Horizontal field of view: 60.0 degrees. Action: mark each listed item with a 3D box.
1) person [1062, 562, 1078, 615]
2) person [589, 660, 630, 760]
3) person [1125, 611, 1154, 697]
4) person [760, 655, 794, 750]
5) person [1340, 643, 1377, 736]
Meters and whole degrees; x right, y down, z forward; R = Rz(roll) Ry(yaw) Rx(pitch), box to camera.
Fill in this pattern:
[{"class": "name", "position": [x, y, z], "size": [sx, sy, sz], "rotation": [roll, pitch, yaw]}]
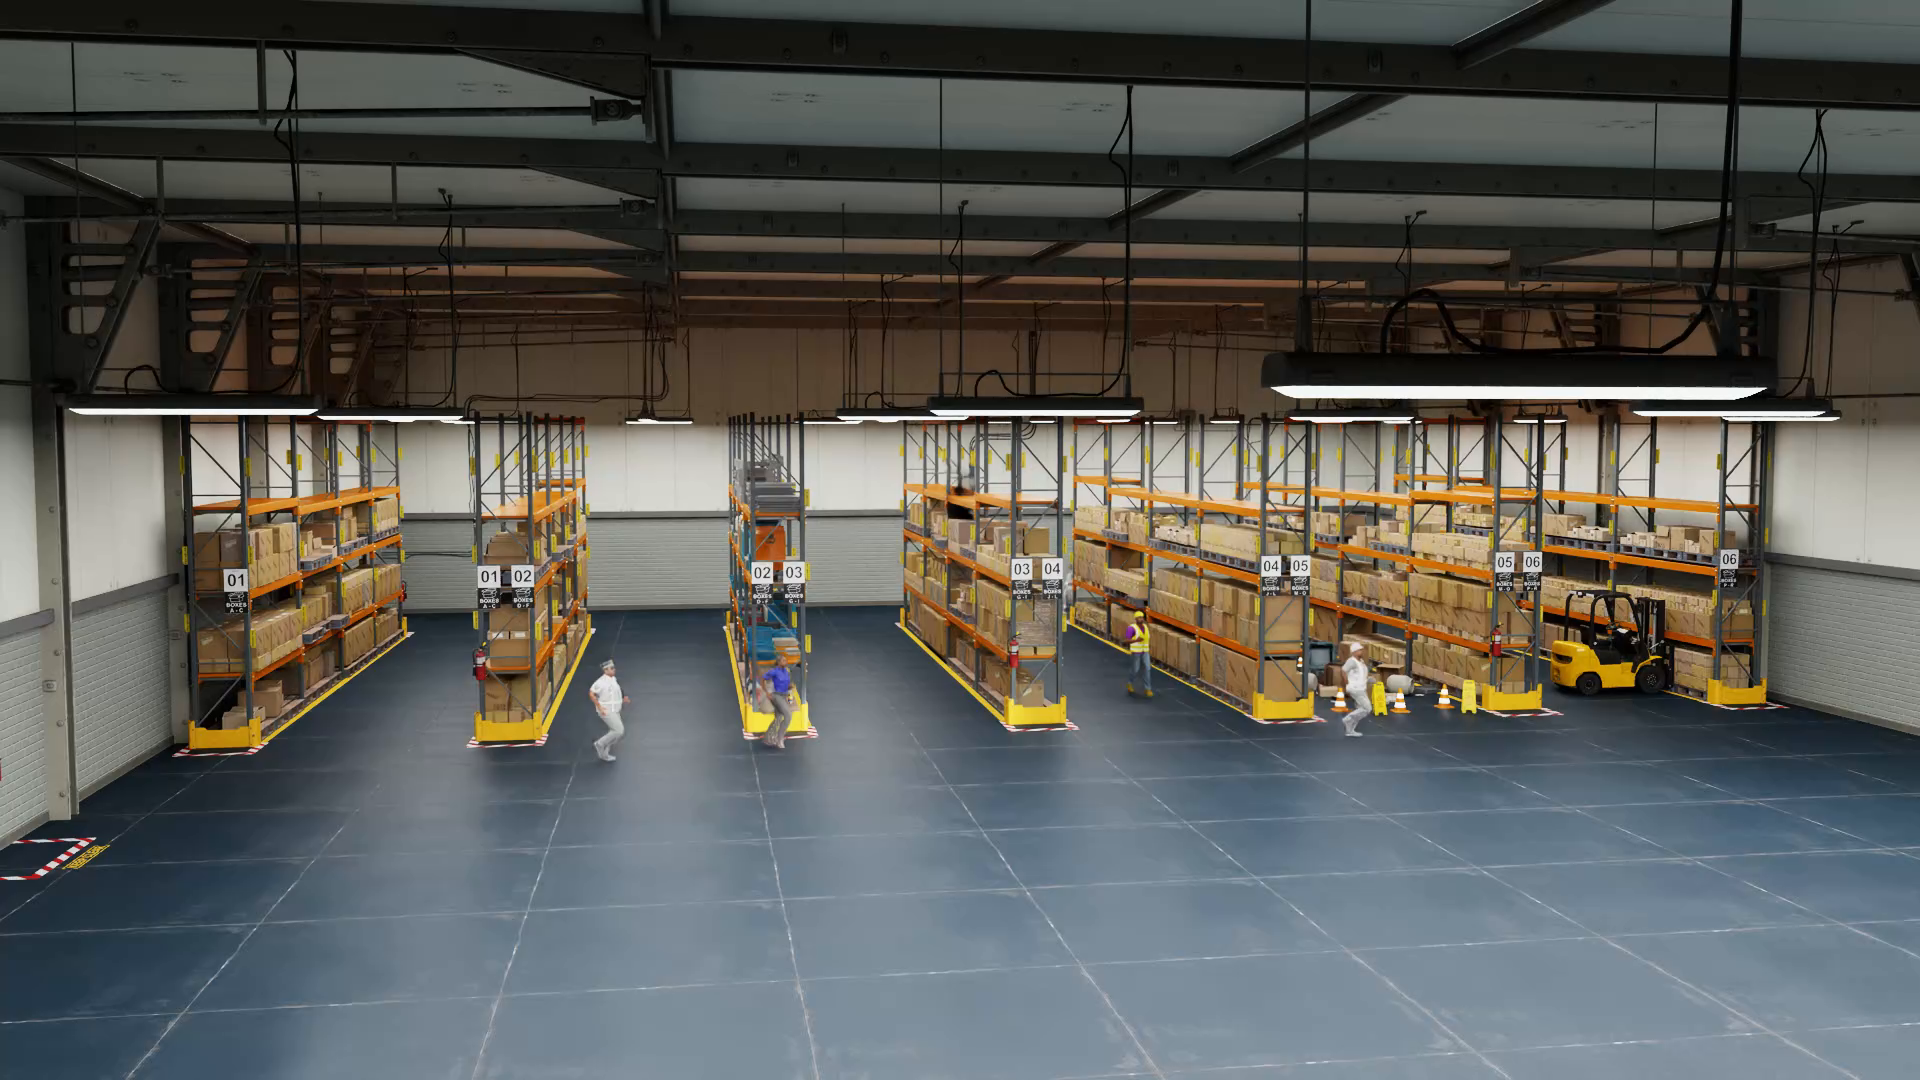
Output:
[{"class": "person", "position": [3.311, 1.472, 49.760], "size": [0.770, 1.765, 0.734], "rotation": [-1, 4, -10]}, {"class": "person", "position": [-5.943, 2.911, 28.457], "size": [0.597, 1.740, 0.656], "rotation": [1, 4, 11]}, {"class": "person", "position": [3.821, 2.403, 35.378], "size": [0.688, 1.785, 0.887], "rotation": [-2, 4, -25]}, {"class": "person", "position": [-3.224, 2.891, 29.758], "size": [0.636, 1.667, 0.583], "rotation": [1, 4, 19]}, {"class": "person", "position": [7.370, 2.764, 30.650], "size": [0.588, 1.735, 0.676], "rotation": [2, 4, 28]}]
